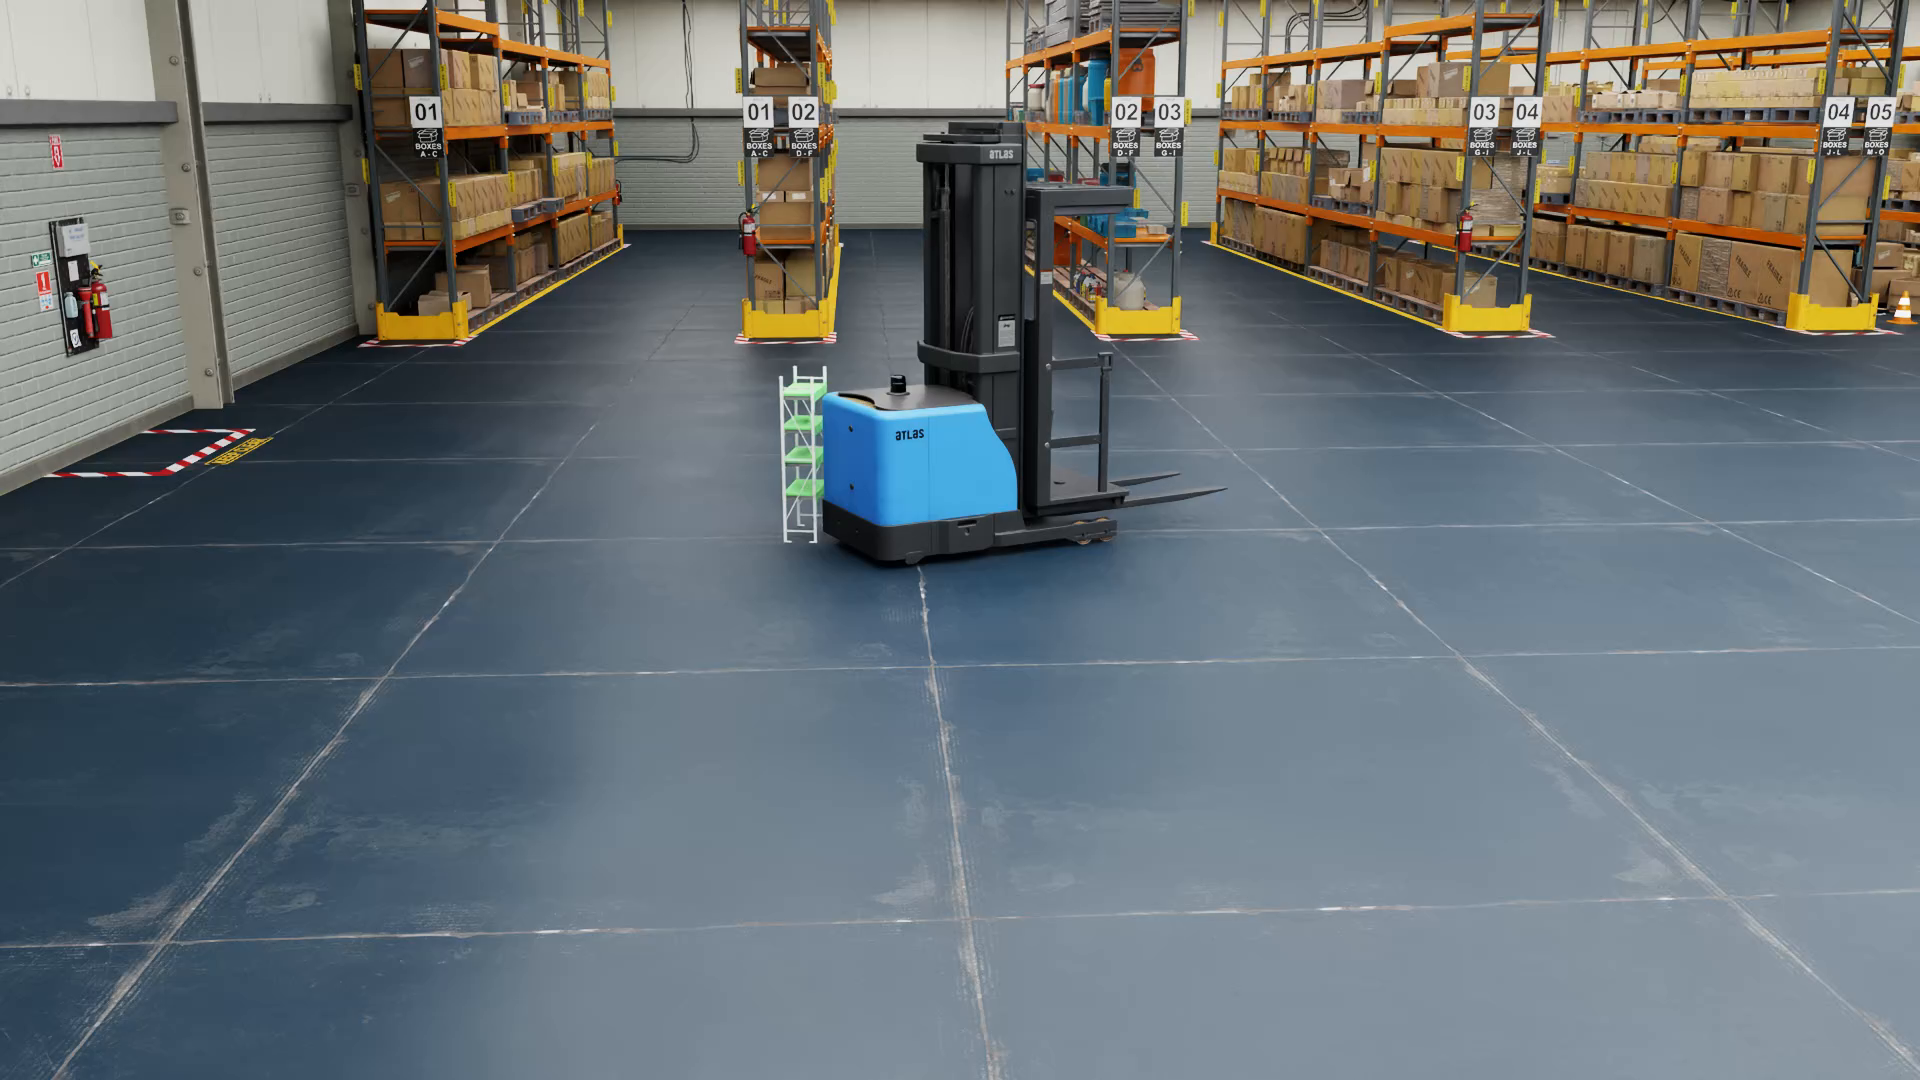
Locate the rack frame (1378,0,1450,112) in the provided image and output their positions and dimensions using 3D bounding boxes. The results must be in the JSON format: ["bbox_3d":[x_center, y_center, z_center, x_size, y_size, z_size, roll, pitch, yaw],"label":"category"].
[{"bbox_3d":[7.238,-8.333,26.356,1.000,3.000,0.127,-1,14,-3],"label":"rack frame"}]

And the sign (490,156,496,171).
[{"bbox_3d":[-8.395,-6.745,29.897,0.100,0.325,0.005,-1,14,-3],"label":"sign"}]

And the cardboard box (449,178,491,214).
[{"bbox_3d":[-7.166,-5.007,24.224,0.500,0.500,0.500,0,14,-2],"label":"cardboard box"}]

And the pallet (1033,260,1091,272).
[{"bbox_3d":[1.956,-5.191,31.779,1.003,0.211,1.213,-1,14,-3],"label":"pallet"}]

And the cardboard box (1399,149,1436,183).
[{"bbox_3d":[7.075,-5.740,25.512,0.500,0.500,0.500,-1,14,-3],"label":"cardboard box"}]

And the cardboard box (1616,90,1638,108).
[{"bbox_3d":[11.835,-7.700,29.048,0.500,0.311,0.500,-1,14,-4],"label":"cardboard box"}]

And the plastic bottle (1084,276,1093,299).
[{"bbox_3d":[1.980,-3.876,25.503,0.144,0.351,0.185,0,14,-1],"label":"plastic bottle"}]

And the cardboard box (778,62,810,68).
[{"bbox_3d":[-2.649,-7.377,26.610,0.500,0.500,0.500,-1,14,-3],"label":"cardboard box"}]

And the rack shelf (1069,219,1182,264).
[{"bbox_3d":[2.418,-4.506,24.962,1.077,0.370,4.000,-1,14,-3],"label":"rack shelf"}]

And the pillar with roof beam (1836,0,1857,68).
[{"bbox_3d":[17.775,-12.166,41.253,9.100,9.000,0.400,-1,14,-3],"label":"pillar with roof beam"}]

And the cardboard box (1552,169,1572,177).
[{"bbox_3d":[11.459,-6.959,31.521,0.380,0.149,0.250,-1,15,-6],"label":"cardboard box"}]

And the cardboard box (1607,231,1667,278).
[{"bbox_3d":[12.010,-4.986,29.058,1.050,0.750,0.750,-1,14,-3],"label":"cardboard box"}]

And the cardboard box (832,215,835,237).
[{"bbox_3d":[-3.114,-7.131,37.857,0.500,0.500,0.500,-1,14,-3],"label":"cardboard box"}]

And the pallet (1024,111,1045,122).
[{"bbox_3d":[1.945,-8.509,33.437,1.213,0.211,1.003,-1,14,-3],"label":"pallet"}]

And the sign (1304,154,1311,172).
[{"bbox_3d":[6.436,-6.974,30.789,0.100,0.325,0.005,-1,14,-3],"label":"sign"}]

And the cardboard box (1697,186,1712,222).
[{"bbox_3d":[12.286,-5.324,26.398,0.875,0.550,0.550,-1,14,-3],"label":"cardboard box"}]

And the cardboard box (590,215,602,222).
[{"bbox_3d":[-7.905,-6.901,35.698,0.380,0.149,0.250,-1,14,-5],"label":"cardboard box"}]

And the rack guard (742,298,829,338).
[{"bbox_3d":[-2.401,-3.065,22.934,1.175,0.500,0.348,-1,14,-3],"label":"rack guard"}]

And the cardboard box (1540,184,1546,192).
[{"bbox_3d":[11.427,-6.797,32.086,0.380,0.149,0.250,-1,14,-2],"label":"cardboard box"}]

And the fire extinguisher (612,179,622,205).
[{"bbox_3d":[-7.886,-8.010,38.040,0.296,0.674,0.183,-1,14,-3],"label":"fire extinguisher"}]

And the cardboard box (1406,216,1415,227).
[{"bbox_3d":[7.057,-4.875,25.459,0.380,0.149,0.250,-1,14,-3],"label":"cardboard box"}]

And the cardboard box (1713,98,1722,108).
[{"bbox_3d":[11.925,-6.778,25.790,0.380,0.149,0.250,-1,14,-4],"label":"cardboard box"}]

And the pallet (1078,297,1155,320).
[{"bbox_3d":[2.373,-3.529,25.320,1.003,0.211,1.213,-1,14,-3],"label":"pallet"}]

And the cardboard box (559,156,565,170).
[{"bbox_3d":[-7.647,-7.009,30.906,0.500,0.250,0.500,-1,14,-4],"label":"cardboard box"}]

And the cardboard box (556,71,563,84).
[{"bbox_3d":[-8.366,-9.353,34.092,0.500,0.500,0.500,-1,14,-4],"label":"cardboard box"}]

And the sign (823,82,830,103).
[{"bbox_3d":[-2.096,-7.026,26.099,0.100,0.325,0.005,-1,14,-3],"label":"sign"}]

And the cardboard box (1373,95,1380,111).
[{"bbox_3d":[7.080,-7.251,27.596,0.396,0.266,0.258,0,14,-1],"label":"cardboard box"}]

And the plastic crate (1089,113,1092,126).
[{"bbox_3d":[2.120,-6.305,24.917,0.336,0.188,0.450,-1,14,-3],"label":"plastic crate"}]

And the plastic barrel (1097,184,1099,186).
[{"bbox_3d":[2.454,-5.659,27.727,0.433,0.535,0.433,0,14,0],"label":"plastic barrel"}]

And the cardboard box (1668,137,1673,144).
[{"bbox_3d":[16.196,-8.997,37.464,0.380,0.149,0.250,-1,14,-3],"label":"cardboard box"}]

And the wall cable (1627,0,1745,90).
[{"bbox_3d":[19.285,-12.944,44.199,2.988,3.039,0.133,-1,14,-3],"label":"wall cable"}]

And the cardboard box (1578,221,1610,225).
[{"bbox_3d":[12.145,-6.005,32.016,0.500,0.250,0.500,-2,15,-6],"label":"cardboard box"}]

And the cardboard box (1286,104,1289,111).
[{"bbox_3d":[6.685,-8.579,32.993,0.380,0.149,0.250,-1,15,-6],"label":"cardboard box"}]

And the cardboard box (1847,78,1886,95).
[{"bbox_3d":[12.668,-6.385,23.462,0.500,0.250,0.500,-1,14,-4],"label":"cardboard box"}]

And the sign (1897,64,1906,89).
[{"bbox_3d":[12.996,-6.406,22.972,0.100,0.325,0.005,-1,14,-3],"label":"sign"}]

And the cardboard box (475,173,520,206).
[{"bbox_3d":[-7.619,-5.726,27.179,0.700,0.500,0.500,1,14,2],"label":"cardboard box"}]

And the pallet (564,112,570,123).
[{"bbox_3d":[-8.007,-7.992,31.428,1.003,0.211,1.213,0,14,-1],"label":"pallet"}]

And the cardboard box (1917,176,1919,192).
[{"bbox_3d":[16.839,-6.211,28.508,0.500,0.500,0.500,-1,14,-3],"label":"cardboard box"}]

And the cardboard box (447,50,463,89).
[{"bbox_3d":[-7.108,-6.424,22.707,0.500,0.500,0.500,-1,14,-4],"label":"cardboard box"}]

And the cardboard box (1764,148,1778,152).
[{"bbox_3d":[16.499,-7.610,33.377,0.500,0.500,0.500,-1,14,-4],"label":"cardboard box"}]

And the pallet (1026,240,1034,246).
[{"bbox_3d":[1.636,-6.477,36.777,1.003,0.211,1.213,-1,14,-3],"label":"pallet"}]

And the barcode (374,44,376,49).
[{"bbox_3d":[-7.889,-6.649,22.416,0.001,0.075,0.075,-1,14,-3],"label":"barcode"}]

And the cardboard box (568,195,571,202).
[{"bbox_3d":[-7.746,-6.614,32.175,0.380,0.149,0.250,0,14,-2],"label":"cardboard box"}]

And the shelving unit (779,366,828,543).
[{"bbox_3d":[-1.121,-0.624,12.045,0.258,1.200,0.503,1,15,6],"label":"shelving unit"}]

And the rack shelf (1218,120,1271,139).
[{"bbox_3d":[6.618,-9.019,36.485,1.077,0.370,4.000,-1,14,-3],"label":"rack shelf"}]

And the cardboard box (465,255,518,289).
[{"bbox_3d":[-7.656,-4.384,27.179,0.700,0.500,0.500,0,14,-2],"label":"cardboard box"}]

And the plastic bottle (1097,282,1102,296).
[{"bbox_3d":[2.109,-3.769,25.224,0.061,0.283,0.133,-1,14,-3],"label":"plastic bottle"}]

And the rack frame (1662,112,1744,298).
[{"bbox_3d":[12.194,-5.479,27.303,1.000,3.000,0.127,-1,14,-3],"label":"rack frame"}]

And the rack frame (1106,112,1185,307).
[{"bbox_3d":[2.542,-4.357,22.940,1.000,3.000,0.127,-1,14,-3],"label":"rack frame"}]

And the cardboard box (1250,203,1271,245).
[{"bbox_3d":[6.781,-6.757,35.691,0.875,0.875,0.875,-1,14,-3],"label":"cardboard box"}]

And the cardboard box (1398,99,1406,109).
[{"bbox_3d":[7.030,-6.782,25.848,0.380,0.149,0.250,-1,14,-3],"label":"cardboard box"}]

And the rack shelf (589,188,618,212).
[{"bbox_3d":[-8.213,-7.337,35.967,1.077,0.370,4.000,-1,14,-3],"label":"rack shelf"}]

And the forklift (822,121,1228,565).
[{"bbox_3d":[0.554,-1.494,11.951,3.031,2.935,1.130,-8,16,-27],"label":"forklift"}]

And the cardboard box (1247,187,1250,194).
[{"bbox_3d":[6.364,-7.495,35.639,0.380,0.149,0.250,-1,14,-4],"label":"cardboard box"}]

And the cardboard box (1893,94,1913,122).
[{"bbox_3d":[17.004,-7.700,29.705,0.797,0.503,0.637,-1,14,-3],"label":"cardboard box"}]

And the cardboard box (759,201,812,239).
[{"bbox_3d":[-2.418,-4.446,23.085,0.700,0.500,0.500,-1,14,-3],"label":"cardboard box"}]

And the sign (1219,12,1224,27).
[{"bbox_3d":[5.940,-11.840,37.791,0.100,0.325,0.005,-1,14,-3],"label":"sign"}]
